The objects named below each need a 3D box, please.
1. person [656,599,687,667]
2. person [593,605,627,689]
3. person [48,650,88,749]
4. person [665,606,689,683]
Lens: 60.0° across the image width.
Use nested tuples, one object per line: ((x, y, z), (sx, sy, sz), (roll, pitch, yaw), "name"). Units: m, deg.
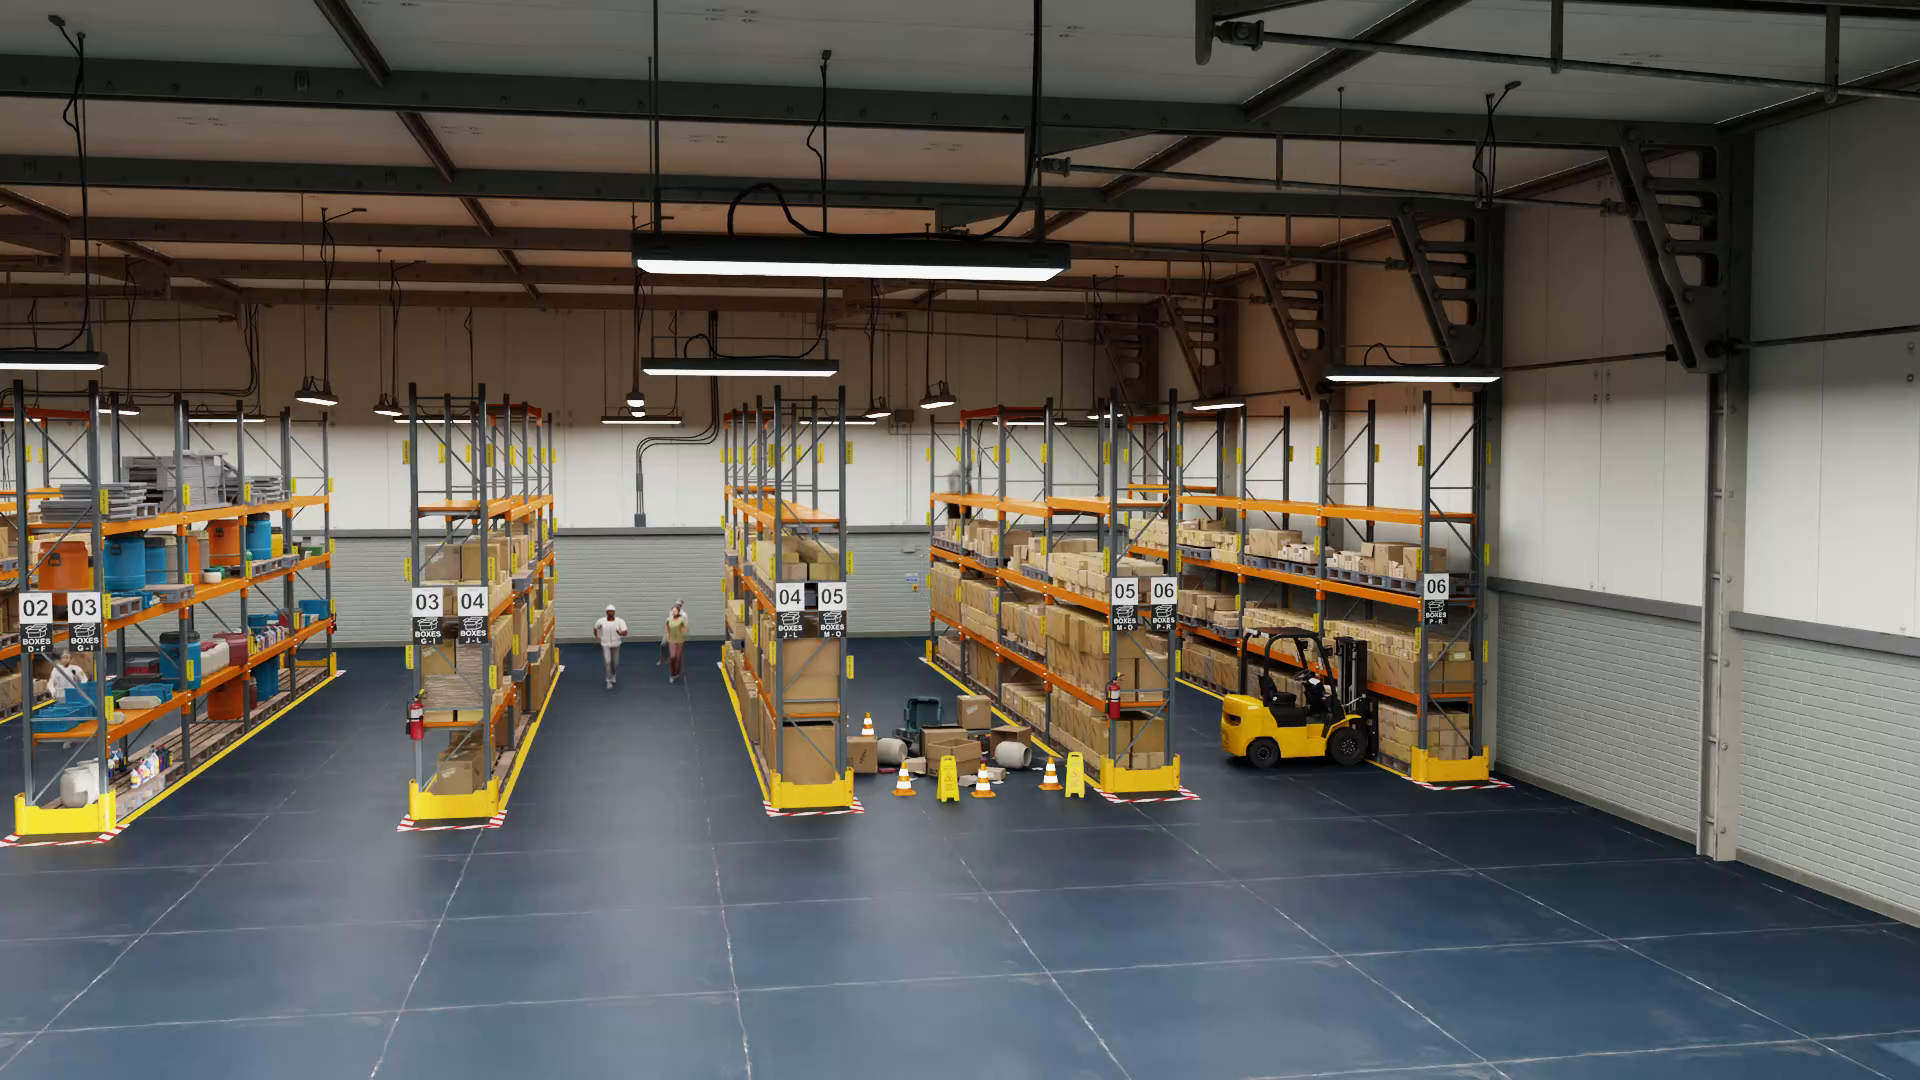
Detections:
((-6.826, 2.201, 39.632), (0.747, 1.643, 0.651), (1, 3, 18), "person")
((-7.516, 2.276, 35.811), (0.698, 1.758, 0.983), (-1, 3, -18), "person")
((-15.429, 2.724, 28.765), (0.617, 1.682, 0.747), (-1, 3, -22), "person")
((-6.278, 2.348, 36.899), (0.546, 1.654, 0.714), (0, 3, -7), "person")
